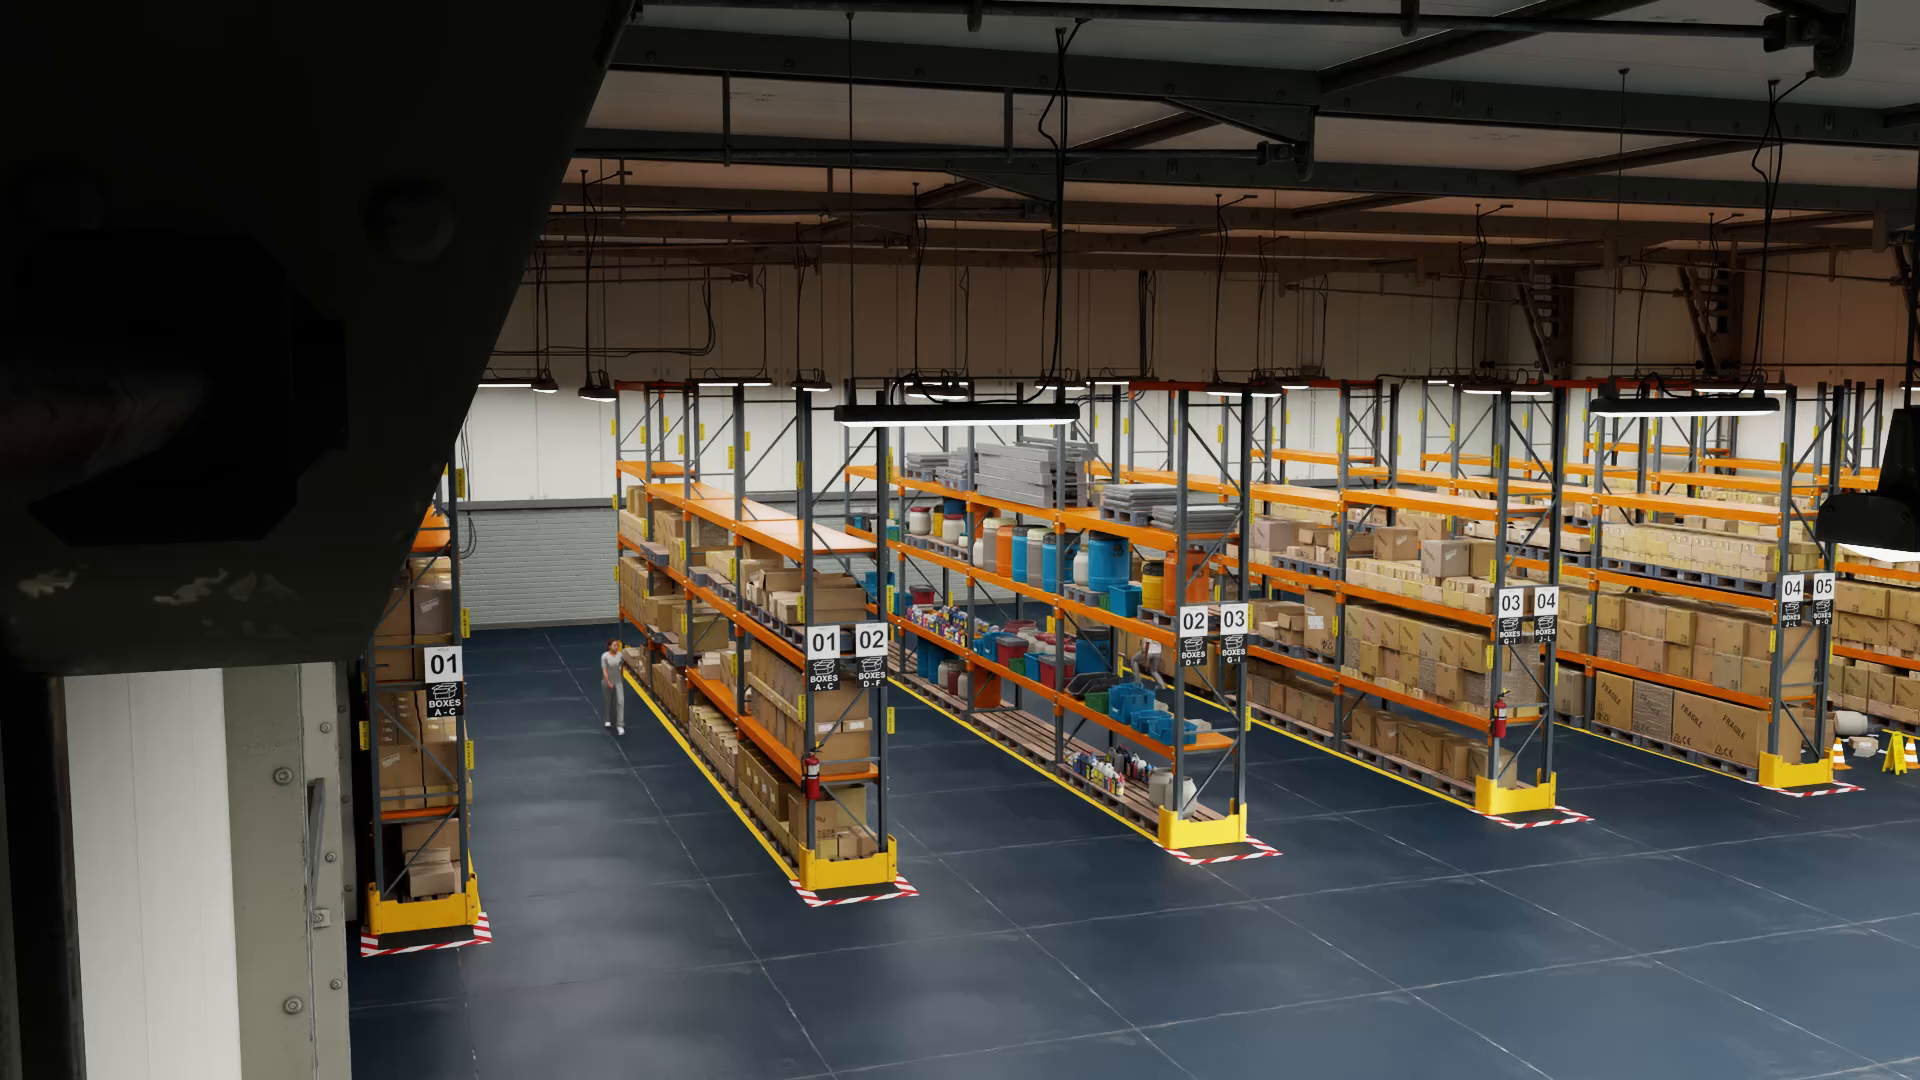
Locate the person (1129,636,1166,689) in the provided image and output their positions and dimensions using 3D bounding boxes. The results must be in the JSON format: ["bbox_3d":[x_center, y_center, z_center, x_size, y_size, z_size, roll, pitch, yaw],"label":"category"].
[{"bbox_3d":[3.563,2.042,31.108,0.556,1.464,0.784,-3,7,-24],"label":"person"}]

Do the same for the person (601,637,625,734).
[{"bbox_3d":[-5.973,2.478,28.705,0.436,1.615,0.961,-3,7,-28],"label":"person"}]
